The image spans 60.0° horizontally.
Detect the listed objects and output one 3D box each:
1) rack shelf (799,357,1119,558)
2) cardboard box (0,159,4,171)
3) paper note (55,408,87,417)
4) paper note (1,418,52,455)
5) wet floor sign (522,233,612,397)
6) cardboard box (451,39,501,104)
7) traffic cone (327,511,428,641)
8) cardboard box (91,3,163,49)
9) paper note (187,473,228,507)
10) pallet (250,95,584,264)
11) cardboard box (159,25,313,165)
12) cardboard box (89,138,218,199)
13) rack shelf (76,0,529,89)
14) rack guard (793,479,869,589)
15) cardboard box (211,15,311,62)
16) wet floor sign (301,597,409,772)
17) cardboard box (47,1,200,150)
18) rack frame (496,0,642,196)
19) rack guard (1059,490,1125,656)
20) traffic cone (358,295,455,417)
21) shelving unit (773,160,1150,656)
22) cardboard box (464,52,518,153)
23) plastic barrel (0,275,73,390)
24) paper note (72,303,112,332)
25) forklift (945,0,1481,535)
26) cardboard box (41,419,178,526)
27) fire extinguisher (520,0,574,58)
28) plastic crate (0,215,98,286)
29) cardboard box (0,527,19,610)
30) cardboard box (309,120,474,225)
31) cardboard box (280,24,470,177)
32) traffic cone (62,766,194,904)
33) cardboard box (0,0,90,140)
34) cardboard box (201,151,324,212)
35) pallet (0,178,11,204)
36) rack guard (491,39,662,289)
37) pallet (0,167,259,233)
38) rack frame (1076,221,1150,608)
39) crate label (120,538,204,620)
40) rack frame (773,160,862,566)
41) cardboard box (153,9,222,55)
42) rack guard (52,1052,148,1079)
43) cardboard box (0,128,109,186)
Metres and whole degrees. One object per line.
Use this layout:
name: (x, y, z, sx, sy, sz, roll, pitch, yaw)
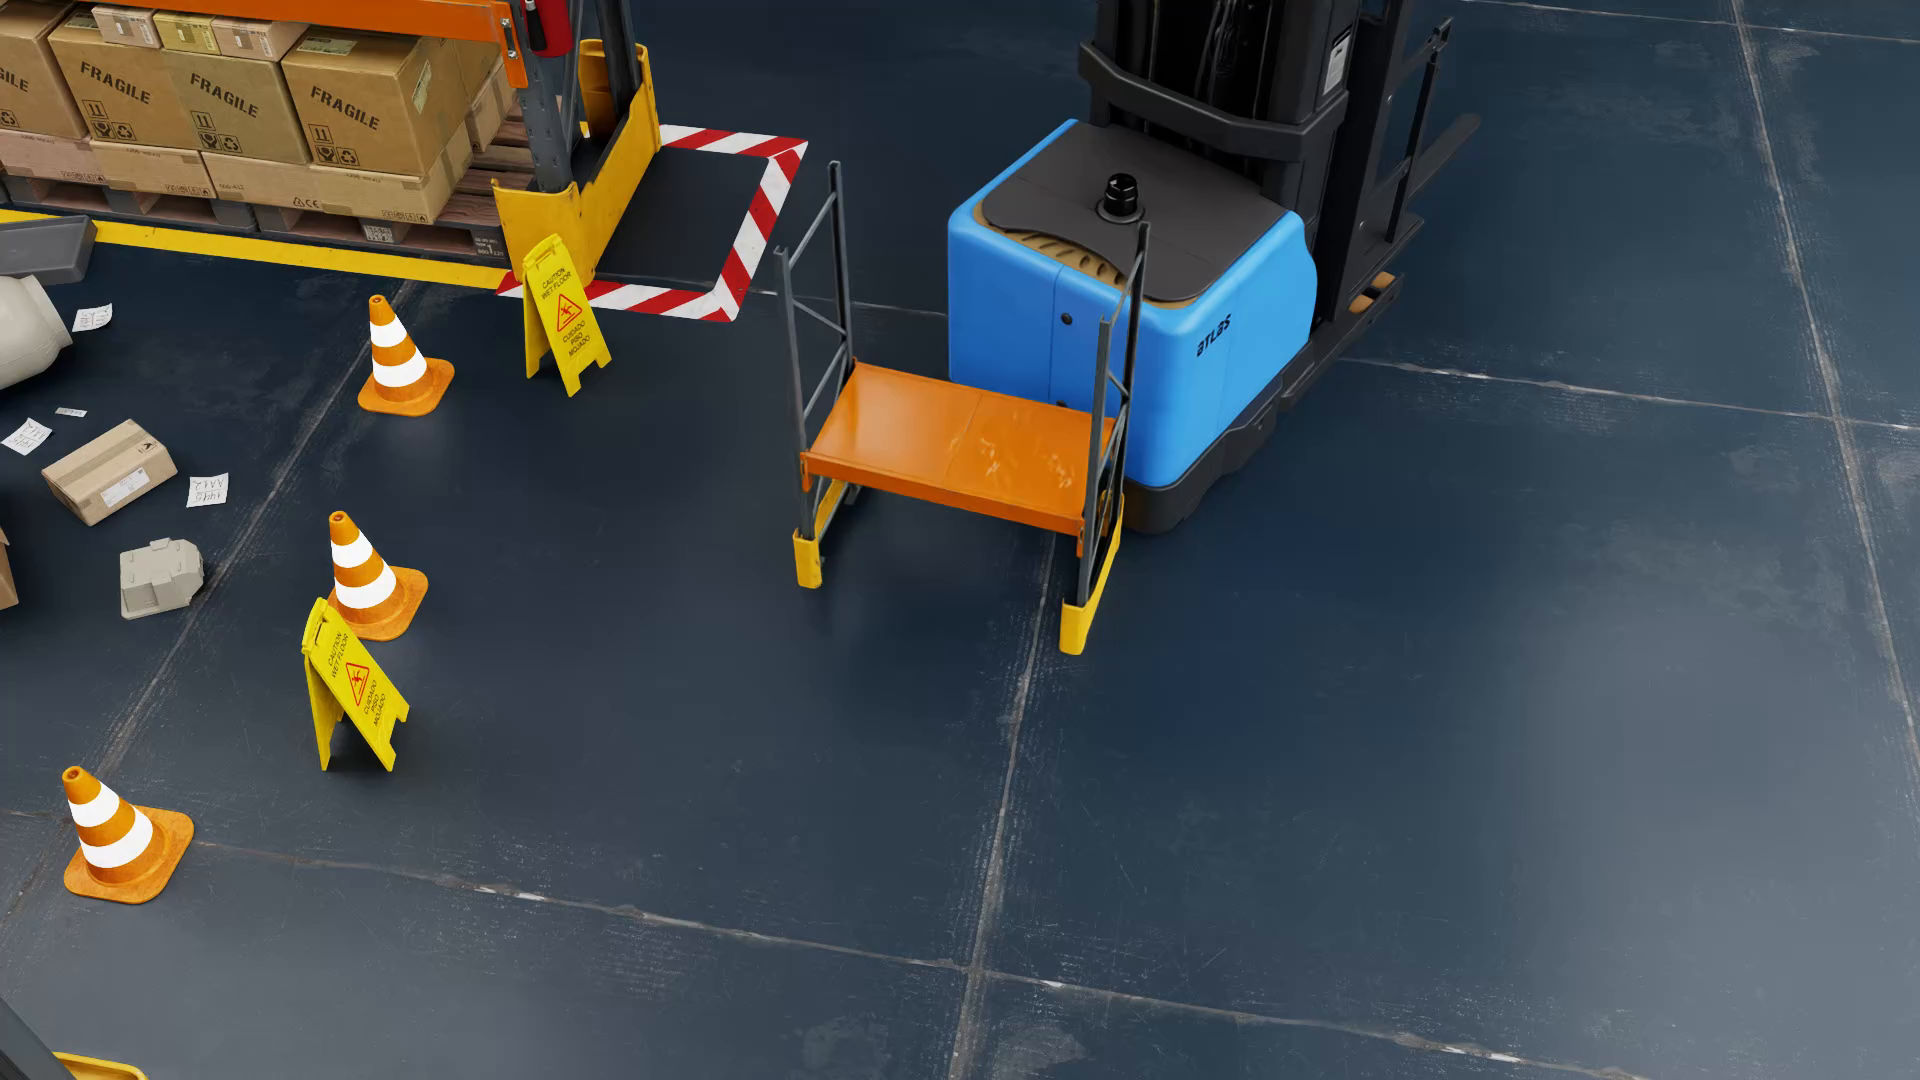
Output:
rack shelf: (0.011, -0.298, 5.751, 1.000, 0.185, 0.538, 14, 49, 12)
cardboard box: (-4.490, -1.932, 7.536, 0.500, 0.250, 0.500, 10, 49, 9)
paper note: (-3.586, -0.516, 6.706, 0.123, 0.001, 0.032, 8, 49, 7)
paper note: (-3.707, -0.414, 6.609, 0.142, 0.019, 0.148, 23, 52, 20)
wet floor sign: (-1.617, -0.924, 6.647, 0.232, 0.644, 0.267, 23, 52, 20)
cardboard box: (-2.382, -2.303, 7.365, 0.500, 0.500, 0.500, 6, 48, 6)
traffic cone: (-2.129, 0.073, 5.873, 0.334, 0.463, 0.336, 8, 49, 7)
cardboard box: (-3.328, -2.195, 6.831, 0.250, 0.149, 0.380, 10, 49, 8)
paper note: (-2.898, -0.195, 6.405, 0.142, 0.019, 0.148, -7, 48, -7)
pallet: (-2.482, -1.731, 7.663, 1.213, 0.211, 1.003, 8, 49, 7)
cardboard box: (-2.963, -1.973, 7.068, 0.500, 0.500, 0.500, 9, 49, 8)
cardboard box: (-3.481, -1.790, 7.408, 0.500, 0.250, 0.500, 6, 48, 5)
rack shelf: (-3.582, -2.544, 7.003, 4.000, 0.370, 1.077, 8, 49, 7)
rack guard: (-0.472, -0.117, 6.187, 0.087, 0.250, 0.587, 14, 49, 12)
cardboard box: (-2.822, -2.123, 6.767, 0.250, 0.149, 0.380, 9, 49, 8)
wet floor sign: (-2.014, 0.459, 5.404, 0.232, 0.644, 0.267, 0, 48, 0)
cardboard box: (-3.458, -2.045, 7.133, 0.500, 0.500, 0.500, 7, 48, 6)
rack frame: (-1.614, -2.520, 6.497, 0.127, 3.000, 1.000, 8, 49, 7)
rack guard: (0.476, 0.112, 5.981, 0.087, 0.250, 0.587, 14, 49, 12)
traffic cone: (-2.266, -0.784, 6.644, 0.334, 0.463, 0.336, 8, 49, 7)
shelving unit: (0.002, -0.420, 5.619, 1.083, 1.500, 0.587, 14, 49, 12)
cardboard box: (-2.358, -2.050, 7.642, 0.500, 0.250, 0.500, 7, 48, 7)
plastic barrel: (-3.916, -0.824, 6.705, 0.512, 0.421, 0.421, -32, 55, -25)
paper note: (-3.696, -0.949, 7.082, 0.148, 0.019, 0.142, -7, 48, -7)
forklift: (1.236, -2.050, 6.122, 1.130, 2.935, 3.031, 30, 54, 24)
cardboard box: (-3.262, -0.261, 6.385, 0.250, 0.149, 0.380, 32, 56, 26)
fire extinguisher: (-1.583, -2.141, 6.209, 0.183, 0.674, 0.296, 8, 49, 7)
plastic crate: (-4.151, -1.265, 7.333, 0.583, 0.080, 0.402, -7, 48, -7)
cardboard box: (-3.793, -0.064, 5.970, 0.637, 0.503, 0.797, -23, 52, -19)
cardboard box: (-2.481, -1.654, 7.286, 0.500, 0.250, 0.500, 7, 48, 7)
cardboard box: (-2.449, -1.907, 7.009, 0.500, 0.500, 0.500, 8, 49, 7)
traffic cone: (-2.665, 0.855, 5.170, 0.334, 0.463, 0.336, 8, 49, 7)
cardboard box: (-3.979, -2.113, 7.194, 0.500, 0.500, 0.500, 10, 49, 9)
cardboard box: (-2.966, -1.725, 7.350, 0.500, 0.250, 0.500, 8, 49, 7)
pallet: (-4.883, -2.054, 7.953, 1.213, 0.211, 1.003, 8, 49, 7)
rack guard: (-1.689, -1.694, 7.436, 0.348, 0.500, 1.175, 8, 49, 7)
pallet: (-3.679, -1.894, 7.810, 1.213, 0.211, 1.003, 8, 49, 7)
rack frame: (0.494, -0.301, 5.513, 0.032, 1.500, 0.500, 14, 49, 12)
crate label: (-2.914, 0.123, 6.047, 0.298, 0.136, 0.250, -15, 50, -13)
rack frame: (-0.473, -0.535, 5.723, 0.032, 1.500, 0.500, 14, 49, 12)
cardboard box: (-3.069, -2.158, 6.799, 0.250, 0.149, 0.380, 8, 49, 7)
rack guard: (-2.371, 1.956, 4.157, 0.348, 0.500, 1.175, 8, 49, 7)
cardboard box: (-3.968, -1.864, 7.474, 0.500, 0.250, 0.500, 7, 48, 6)
